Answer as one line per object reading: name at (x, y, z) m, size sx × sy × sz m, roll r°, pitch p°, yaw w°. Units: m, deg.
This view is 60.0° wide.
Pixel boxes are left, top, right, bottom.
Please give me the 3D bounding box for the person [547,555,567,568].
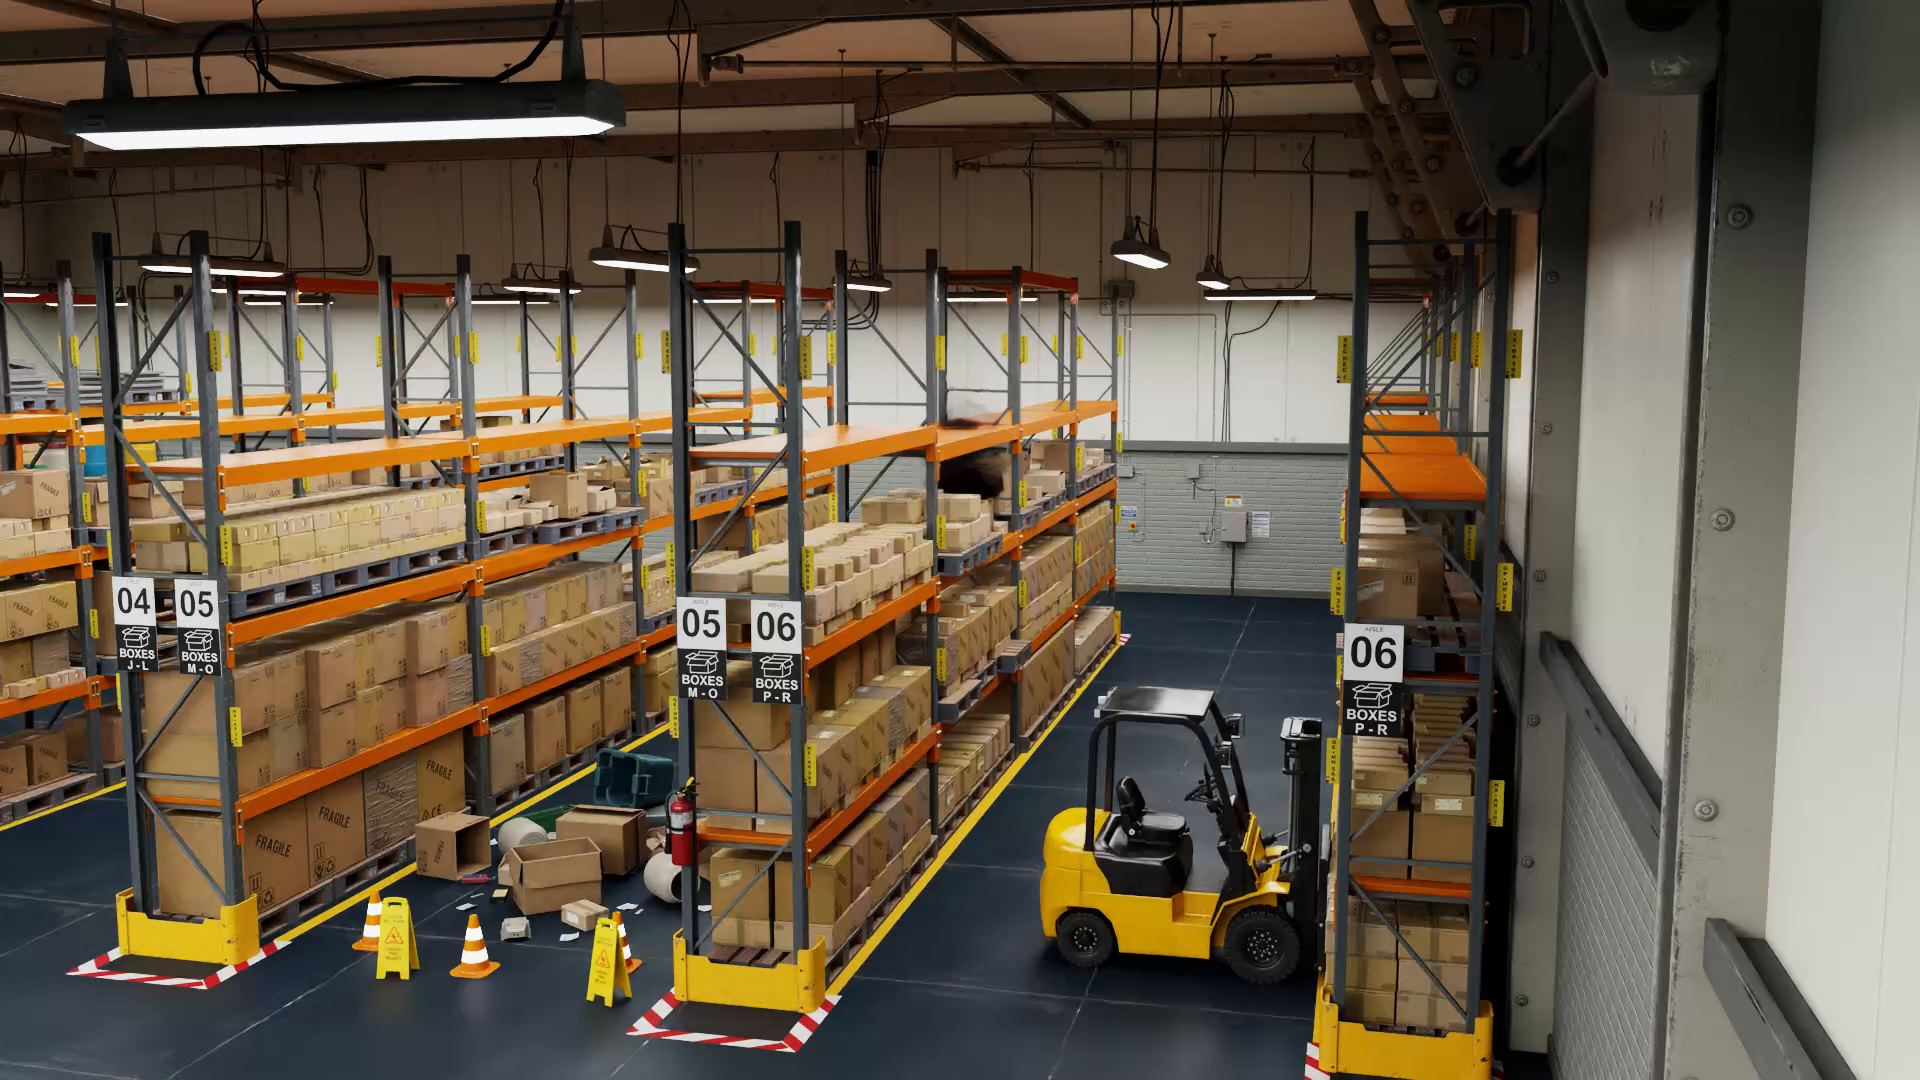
person at (-6.500, 0.964, 27.203) m, size 0.725 × 1.766 × 0.965 m, roll 1°, pitch 7°, yaw 11°
